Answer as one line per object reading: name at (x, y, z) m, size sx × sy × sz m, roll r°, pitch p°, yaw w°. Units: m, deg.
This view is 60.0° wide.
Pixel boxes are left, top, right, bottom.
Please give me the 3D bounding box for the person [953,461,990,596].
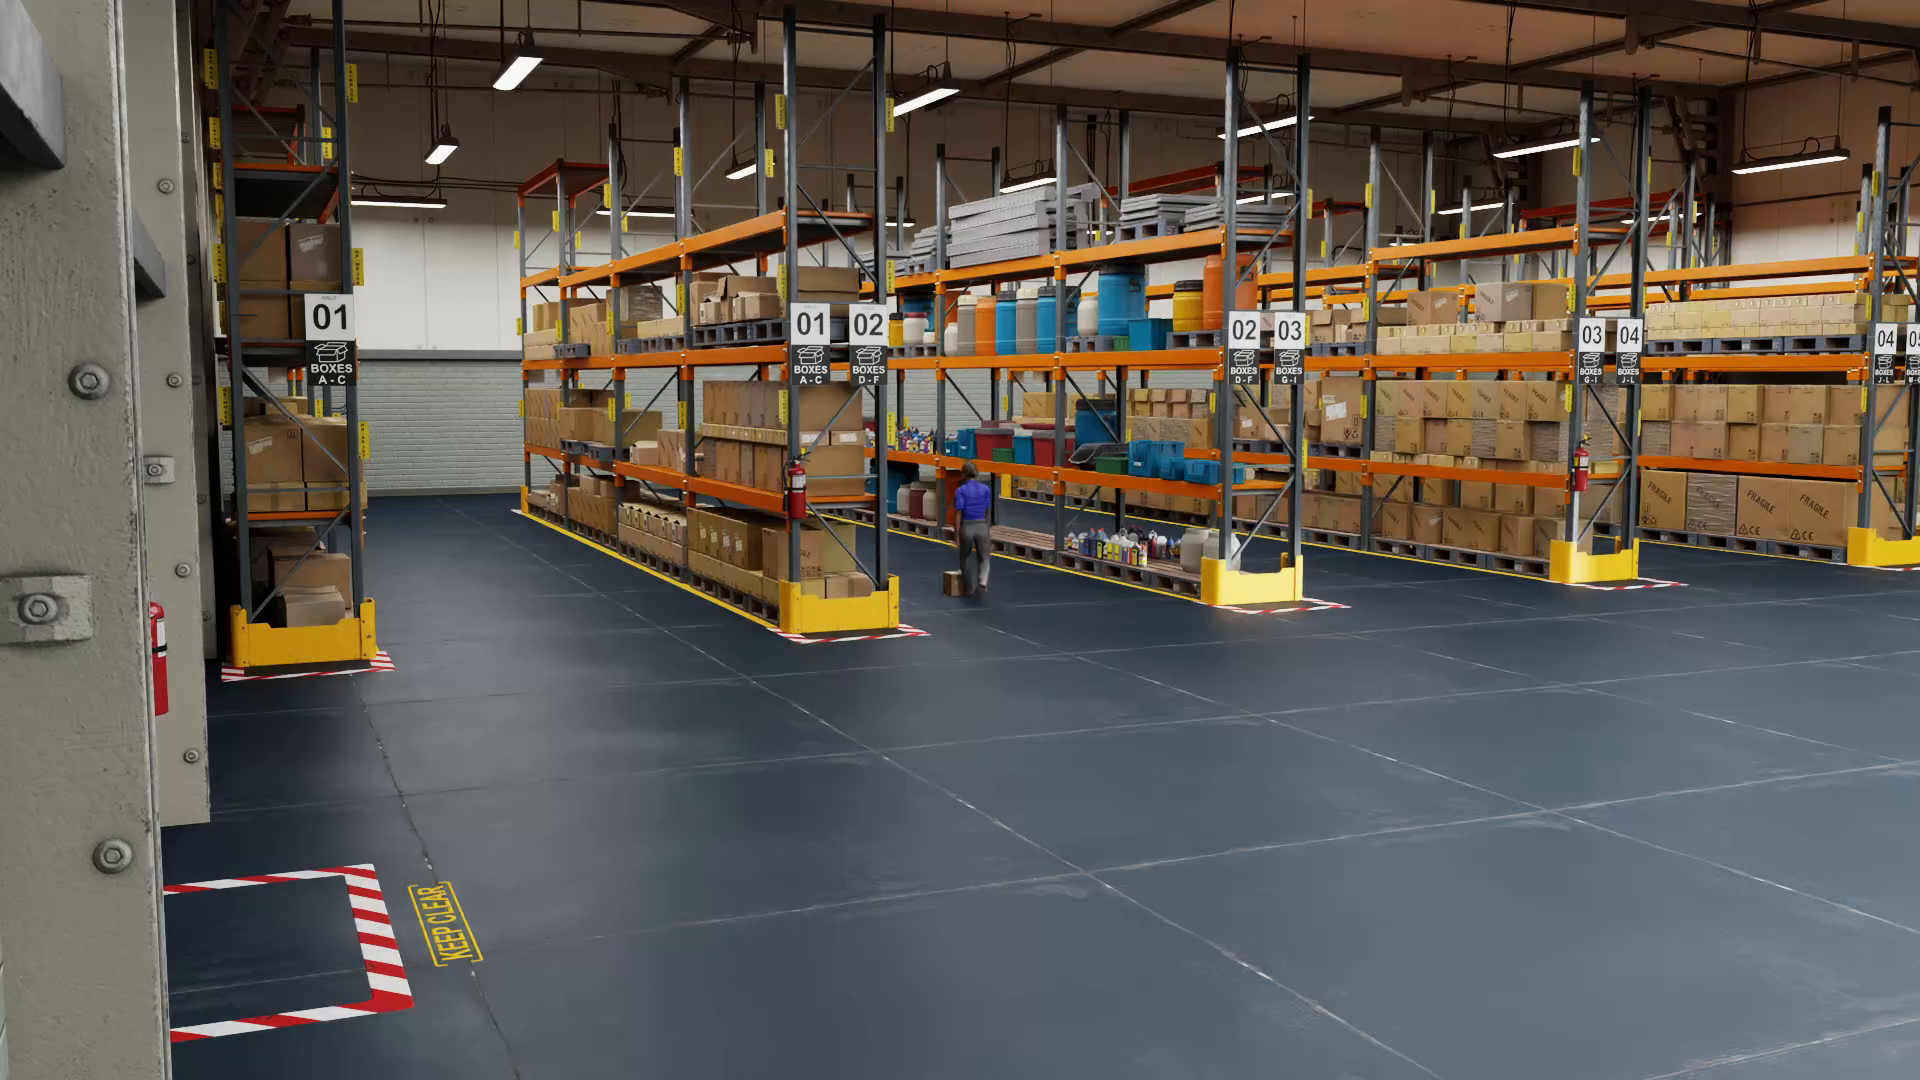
person at (0.123, -0.116, 18.714) m, size 0.427 × 1.553 × 1.009 m, roll 0°, pitch 6°, yaw -4°
